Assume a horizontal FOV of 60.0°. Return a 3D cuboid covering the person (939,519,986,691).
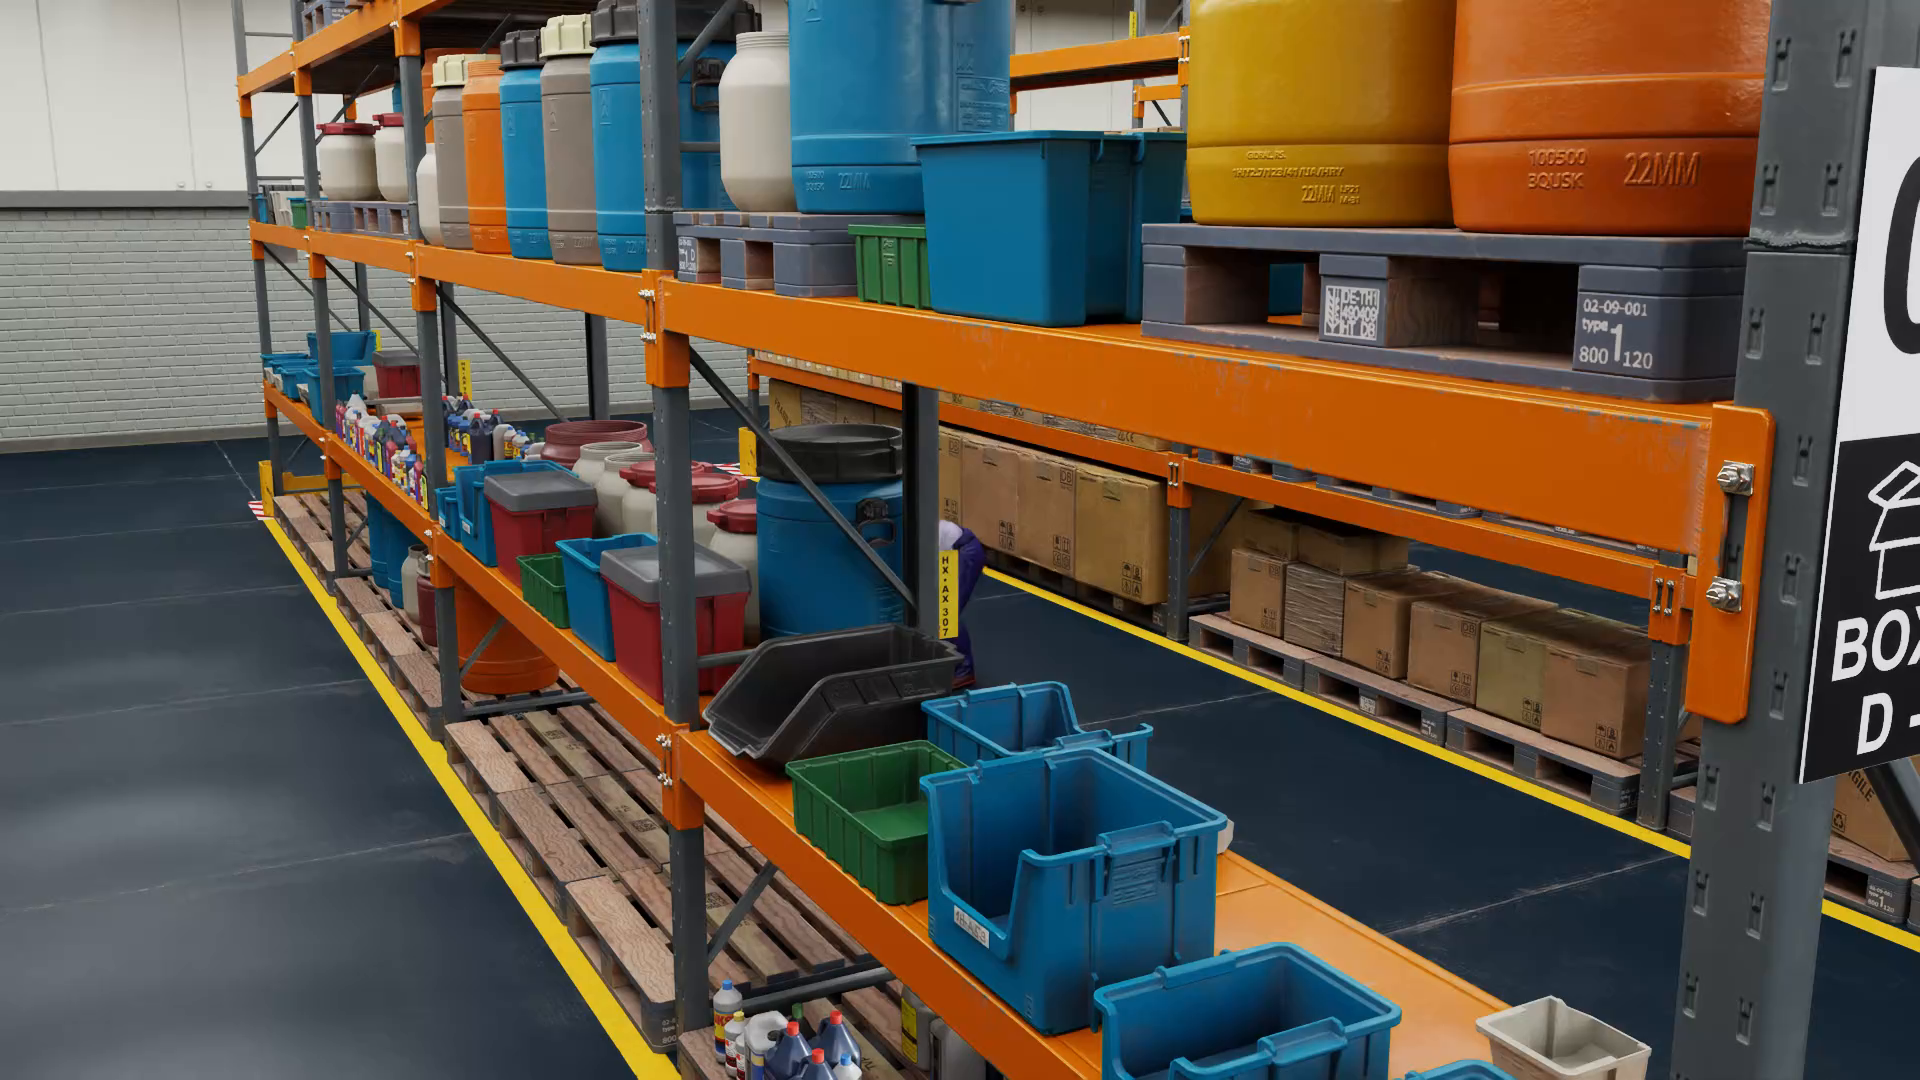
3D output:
[{"bbox_3d":[-0.179,0.345,10.503,0.660,1.179,0.459,-7,14,-29],"label":"person"}]
